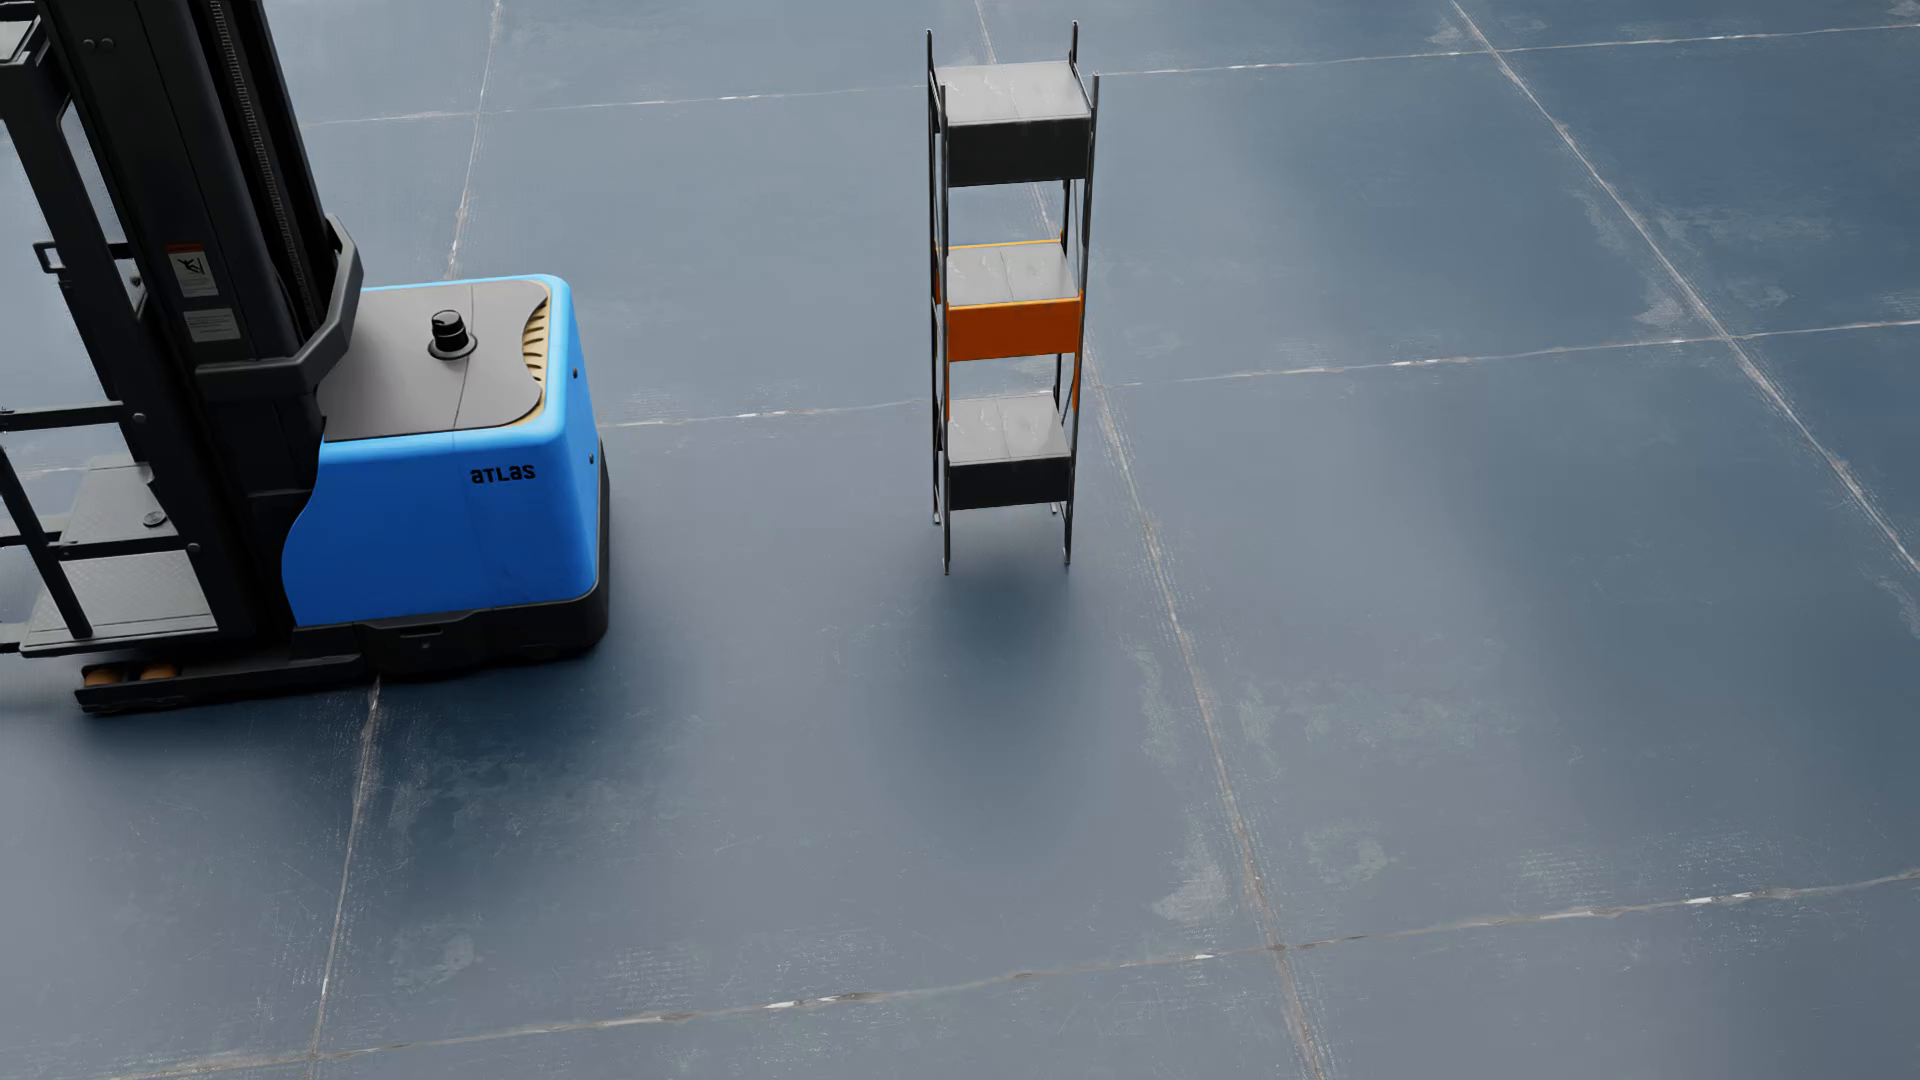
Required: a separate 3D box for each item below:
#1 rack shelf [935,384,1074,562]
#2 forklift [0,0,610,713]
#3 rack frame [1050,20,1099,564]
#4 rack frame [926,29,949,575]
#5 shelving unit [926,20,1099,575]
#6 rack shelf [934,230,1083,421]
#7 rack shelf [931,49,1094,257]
[{"bbox_3d":[0.164,-0.264,6.541,0.480,0.518,0.431,-5,42,-6],"label":"rack shelf"},{"bbox_3d":[-2.890,-0.840,5.493,3.031,2.935,1.130,-6,42,-6],"label":"forklift"},{"bbox_3d":[0.406,-0.815,6.086,0.015,2.100,0.400,-5,42,-6],"label":"rack frame"},{"bbox_3d":[-0.078,-0.773,6.039,0.015,2.100,0.400,-5,42,-6],"label":"rack frame"},{"bbox_3d":[0.164,-0.794,6.063,0.503,2.100,0.431,-5,42,-6],"label":"shelving unit"},{"bbox_3d":[0.164,-0.784,6.072,0.480,0.518,0.431,-5,42,-6],"label":"rack shelf"},{"bbox_3d":[0.164,-1.304,5.603,0.480,0.518,0.431,-5,42,-6],"label":"rack shelf"}]
